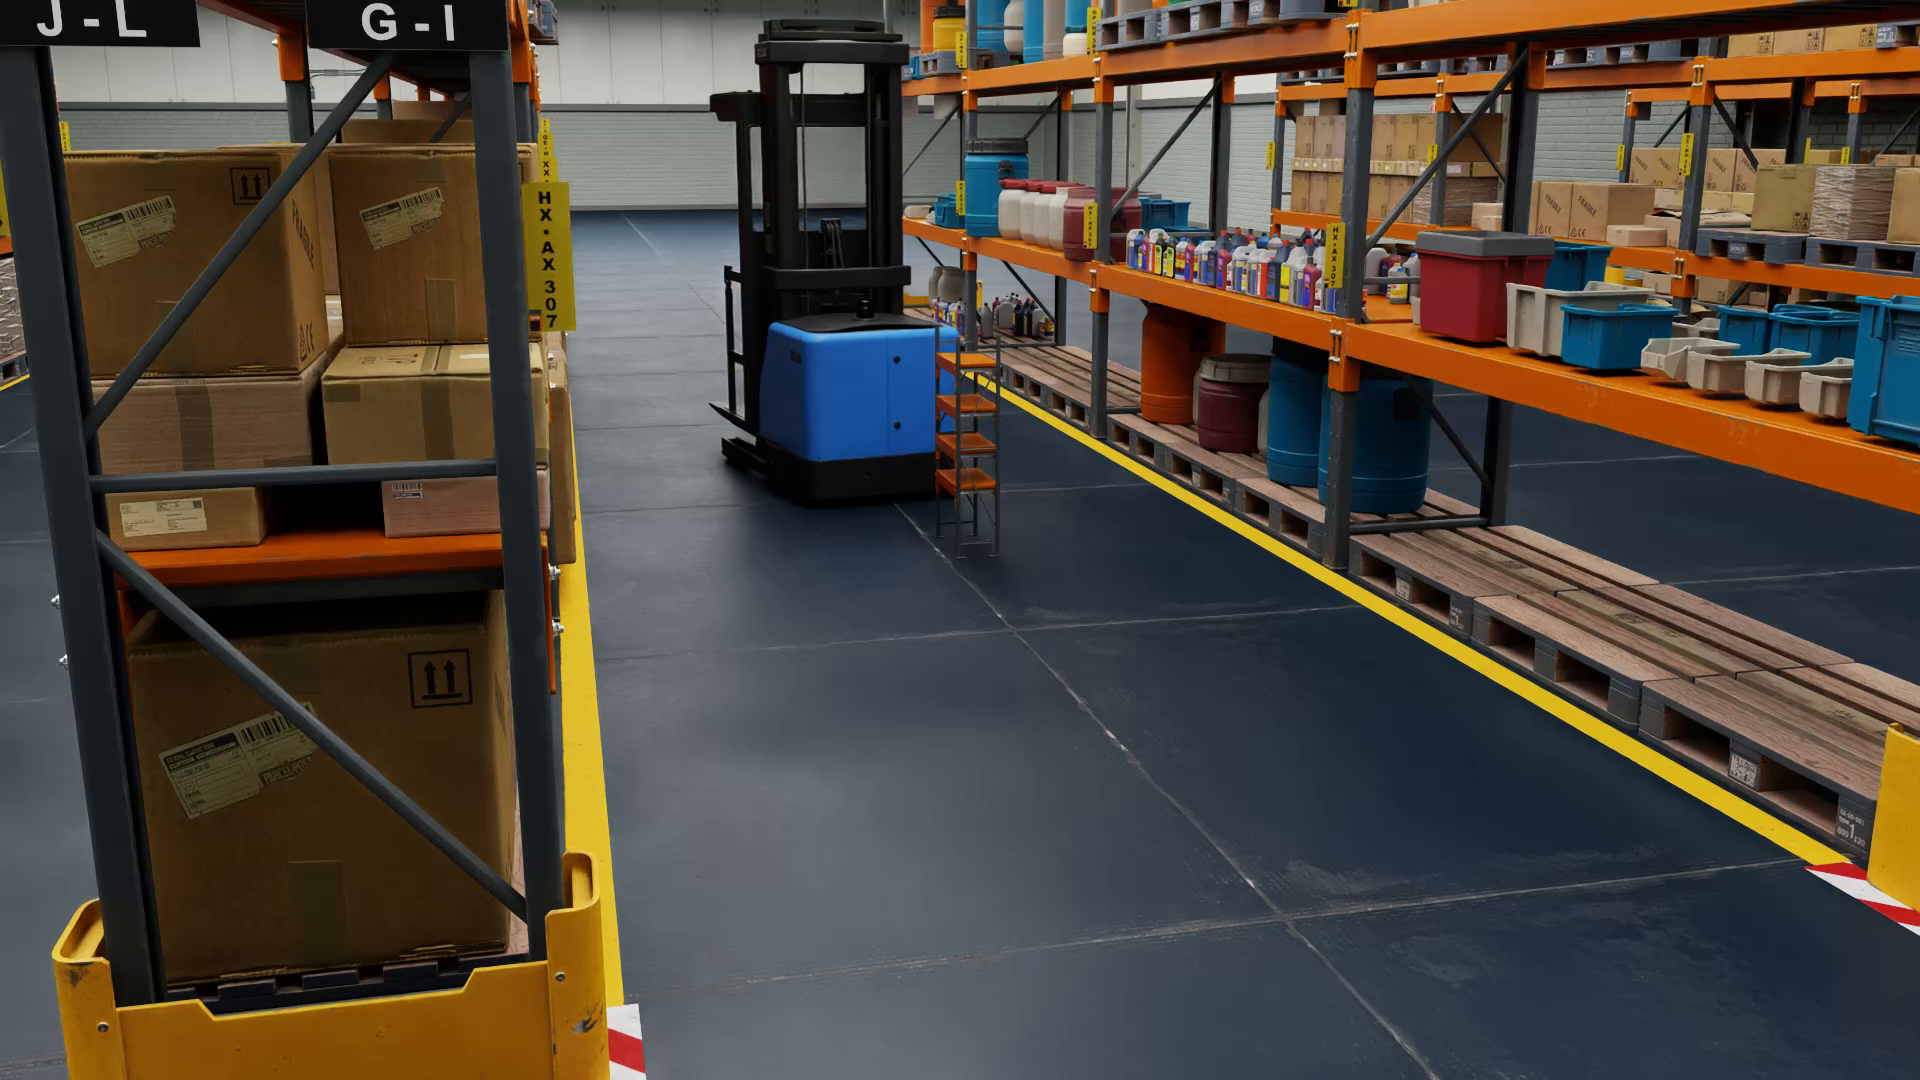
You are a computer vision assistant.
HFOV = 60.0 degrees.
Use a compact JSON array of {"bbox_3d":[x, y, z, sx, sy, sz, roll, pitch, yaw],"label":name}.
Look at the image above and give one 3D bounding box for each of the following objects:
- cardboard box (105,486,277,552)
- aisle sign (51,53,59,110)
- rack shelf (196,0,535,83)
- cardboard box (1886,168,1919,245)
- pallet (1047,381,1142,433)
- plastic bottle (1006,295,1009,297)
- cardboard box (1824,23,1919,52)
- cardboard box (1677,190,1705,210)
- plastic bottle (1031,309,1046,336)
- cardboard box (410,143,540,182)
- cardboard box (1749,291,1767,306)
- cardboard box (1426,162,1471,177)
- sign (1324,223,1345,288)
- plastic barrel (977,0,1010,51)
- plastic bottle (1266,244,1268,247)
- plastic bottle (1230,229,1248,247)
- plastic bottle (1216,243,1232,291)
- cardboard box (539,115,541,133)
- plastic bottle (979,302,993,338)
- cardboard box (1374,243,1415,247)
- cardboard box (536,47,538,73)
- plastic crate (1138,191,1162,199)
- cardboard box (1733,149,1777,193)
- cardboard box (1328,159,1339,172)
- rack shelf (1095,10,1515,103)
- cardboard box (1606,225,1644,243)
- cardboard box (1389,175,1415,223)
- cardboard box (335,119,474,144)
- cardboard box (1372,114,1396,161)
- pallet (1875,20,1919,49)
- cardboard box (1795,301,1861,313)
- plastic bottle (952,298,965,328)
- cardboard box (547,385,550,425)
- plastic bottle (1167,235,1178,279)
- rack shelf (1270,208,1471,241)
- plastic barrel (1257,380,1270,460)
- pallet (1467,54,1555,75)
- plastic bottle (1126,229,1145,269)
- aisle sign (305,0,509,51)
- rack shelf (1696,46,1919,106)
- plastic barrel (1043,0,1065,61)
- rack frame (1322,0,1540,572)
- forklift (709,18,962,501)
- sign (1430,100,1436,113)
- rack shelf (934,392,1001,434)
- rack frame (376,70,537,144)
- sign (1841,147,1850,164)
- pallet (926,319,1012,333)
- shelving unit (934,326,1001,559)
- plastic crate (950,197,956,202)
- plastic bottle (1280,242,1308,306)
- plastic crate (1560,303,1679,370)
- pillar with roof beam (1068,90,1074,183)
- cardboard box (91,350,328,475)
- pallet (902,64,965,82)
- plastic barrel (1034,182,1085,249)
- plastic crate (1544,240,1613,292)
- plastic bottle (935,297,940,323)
[{"bbox_3d":[-1.850,-0.076,3.947,0.380,0.149,0.250,-3,14,-12],"label":"cardboard box"},{"bbox_3d":[-9.774,-4.868,17.555,0.394,0.787,0.004,-3,14,-13],"label":"aisle sign"},{"bbox_3d":[-1.916,-1.703,5.274,1.077,0.370,4.000,-3,14,-13],"label":"rack shelf"},{"bbox_3d":[6.769,-2.265,11.283,0.700,0.500,0.500,-7,16,-27],"label":"cardboard box"},{"bbox_3d":[1.345,-1.082,13.412,1.003,0.211,1.213,-3,14,-13],"label":"pallet"},{"bbox_3d":[0.513,-2.570,18.424,0.061,0.283,0.133,-3,14,-12],"label":"plastic bottle"},{"bbox_3d":[6.682,-3.700,11.722,0.910,0.500,0.500,-3,14,-13],"label":"cardboard box"},{"bbox_3d":[9.296,-4.223,20.668,0.500,0.250,0.500,-4,14,-14],"label":"cardboard box"},{"bbox_3d":[0.798,-2.240,17.089,0.152,0.276,0.135,-3,14,-11],"label":"plastic bottle"},{"bbox_3d":[-2.018,-1.402,6.954,0.500,0.500,0.500,-3,14,-12],"label":"cardboard box"},{"bbox_3d":[9.823,-2.930,20.179,0.380,0.149,0.250,-4,14,-18],"label":"cardboard box"},{"bbox_3d":[5.093,-3.868,17.363,0.380,0.149,0.250,-3,14,-13],"label":"cardboard box"},{"bbox_3d":[1.893,-1.437,8.407,0.100,0.325,0.005,-3,14,-13],"label":"sign"},{"bbox_3d":[0.420,-5.319,16.616,0.600,0.901,0.708,-3,14,-13],"label":"plastic barrel"},{"bbox_3d":[2.131,-1.942,11.473,0.097,0.201,0.097,0,14,0],"label":"plastic bottle"},{"bbox_3d":[1.752,-1.797,10.565,0.144,0.351,0.185,-3,14,-13],"label":"plastic bottle"},{"bbox_3d":[1.633,-1.685,10.251,0.061,0.283,0.133,-3,14,-13],"label":"plastic bottle"},{"bbox_3d":[-4.712,-4.276,17.665,0.500,0.500,0.500,-3,14,-13],"label":"cardboard box"},{"bbox_3d":[0.258,-2.246,16.955,0.144,0.351,0.185,-3,14,-13],"label":"plastic bottle"},{"bbox_3d":[5.090,-3.272,19.829,0.500,0.500,0.500,-3,14,-13],"label":"cardboard box"},{"bbox_3d":[-4.357,-4.642,16.103,0.500,0.250,0.500,-4,14,-15],"label":"cardboard box"},{"bbox_3d":[1.407,-2.677,13.929,0.402,0.464,0.583,-3,14,-13],"label":"plastic crate"},{"bbox_3d":[9.537,-4.355,19.628,0.500,0.500,0.500,-4,14,-15],"label":"cardboard box"},{"bbox_3d":[4.553,-4.400,19.538,0.380,0.149,0.250,-4,14,-15],"label":"cardboard box"},{"bbox_3d":[1.959,-2.902,10.181,1.077,0.370,4.000,-3,14,-13],"label":"rack shelf"},{"bbox_3d":[5.951,-2.700,14.688,0.380,0.149,0.250,-2,14,-9],"label":"cardboard box"},{"bbox_3d":[5.125,-3.726,18.146,0.700,0.500,0.500,-3,14,-14],"label":"cardboard box"},{"bbox_3d":[-2.544,-1.740,7.904,0.797,0.503,0.637,-4,14,-15],"label":"cardboard box"},{"bbox_3d":[5.018,-4.467,18.446,0.700,0.500,0.500,-3,14,-13],"label":"cardboard box"},{"bbox_3d":[6.913,-3.368,10.967,1.213,0.211,1.003,-3,14,-13],"label":"pallet"},{"bbox_3d":[6.770,-1.679,12.741,0.500,0.250,0.500,-3,14,-11],"label":"cardboard box"},{"bbox_3d":[-0.003,-2.357,17.408,0.144,0.351,0.185,-3,14,-14],"label":"plastic bottle"},{"bbox_3d":[-1.572,-0.467,5.549,0.380,0.149,0.250,-4,14,-15],"label":"cardboard box"},{"bbox_3d":[1.427,-1.888,11.080,0.061,0.283,0.133,-3,14,-13],"label":"plastic bottle"},{"bbox_3d":[4.896,-3.566,19.218,1.077,0.370,4.000,-3,14,-13],"label":"rack shelf"},{"bbox_3d":[2.105,-0.754,10.549,0.421,0.512,0.421,0,14,0],"label":"plastic barrel"},{"bbox_3d":[5.585,-4.615,16.081,0.805,0.209,1.217,-4,14,-15],"label":"pallet"},{"bbox_3d":[1.277,-2.078,11.873,0.152,0.276,0.135,-3,14,-13],"label":"plastic bottle"},{"bbox_3d":[-1.138,-1.397,3.348,0.394,0.787,0.004,-3,14,-13],"label":"aisle sign"},{"bbox_3d":[6.775,-3.177,11.308,1.077,0.370,4.000,-3,14,-13],"label":"rack shelf"},{"bbox_3d":[1.034,-4.623,14.654,0.600,0.901,0.600,0,14,0],"label":"plastic barrel"},{"bbox_3d":[2.429,-1.333,8.564,1.000,3.000,0.127,-3,14,-13],"label":"rack frame"},{"bbox_3d":[-1.028,-1.968,11.308,1.130,2.935,3.031,-6,15,-22],"label":"forklift"},{"bbox_3d":[8.388,-7.630,29.454,0.001,0.298,0.199,-3,14,-13],"label":"sign"},{"bbox_3d":[0.039,-0.697,9.091,0.258,0.148,0.480,-3,14,-13],"label":"rack shelf"},{"bbox_3d":[-3.325,-1.980,11.211,1.000,3.000,0.127,-3,14,-13],"label":"rack frame"},{"bbox_3d":[9.654,-4.119,18.144,0.100,0.325,0.005,-3,14,-13],"label":"sign"},{"bbox_3d":[0.142,-2.263,18.246,1.003,0.211,1.213,-3,14,-13],"label":"pallet"},{"bbox_3d":[0.039,-0.545,9.128,0.258,1.200,0.503,-3,14,-13],"label":"shelving unit"},{"bbox_3d":[0.166,-3.780,18.893,0.499,0.251,0.408,-3,14,-13],"label":"plastic crate"},{"bbox_3d":[1.895,-1.503,9.363,0.144,0.351,0.185,-3,14,-13],"label":"plastic bottle"},{"bbox_3d":[2.636,-0.818,6.680,0.416,0.233,0.300,-3,14,-13],"label":"plastic crate"},{"bbox_3d":[-0.985,-14.135,48.325,9.100,9.000,0.548,-3,14,-13],"label":"pillar with roof beam"},{"bbox_3d":[-1.818,-0.303,4.036,0.500,0.250,0.500,-4,14,-14],"label":"cardboard box"},{"bbox_3d":[-0.290,-5.271,18.758,1.003,0.211,1.213,-3,14,-13],"label":"pallet"},{"bbox_3d":[0.835,-2.743,14.047,0.433,0.535,0.433,0,14,0],"label":"plastic barrel"},{"bbox_3d":[2.870,-1.266,8.195,0.392,0.384,0.575,-3,14,-13],"label":"plastic crate"},{"bbox_3d":[-0.231,-2.507,18.164,0.061,0.283,0.133,-3,14,-12],"label":"plastic bottle"}]
